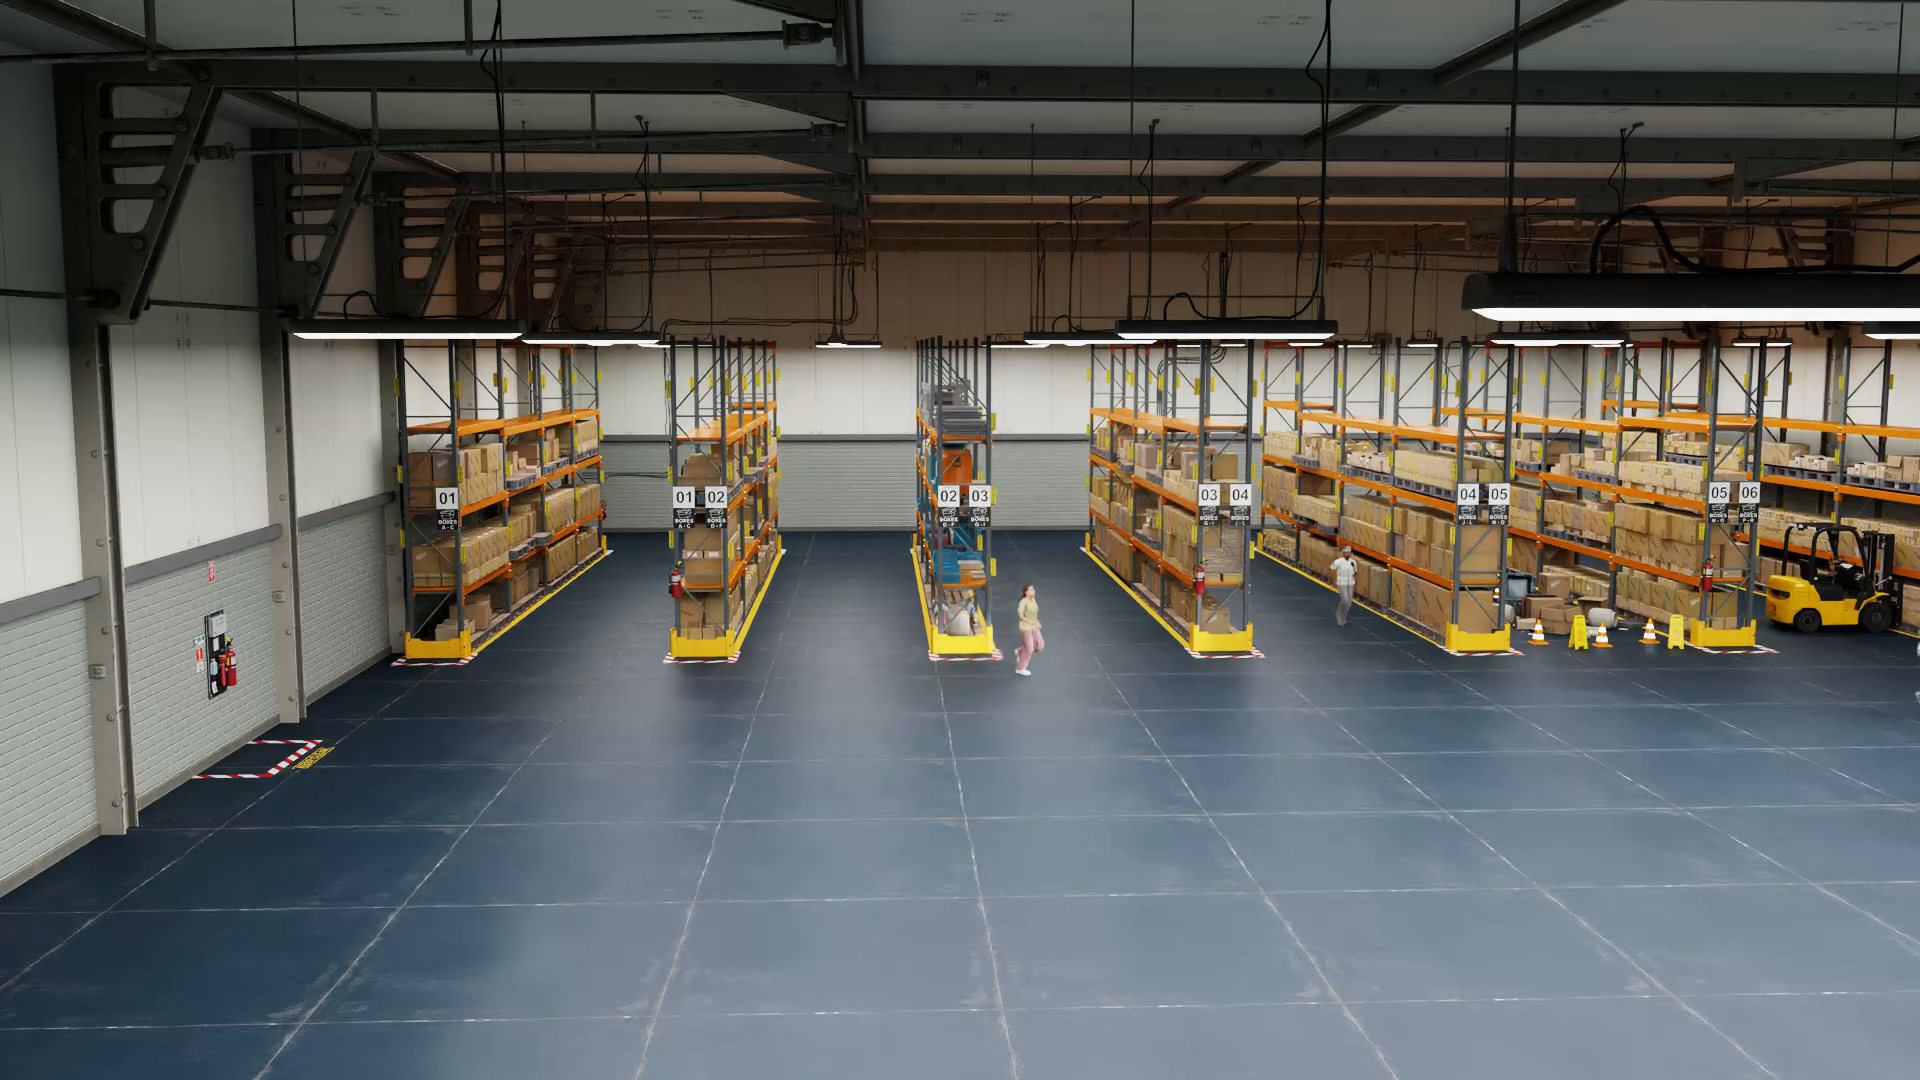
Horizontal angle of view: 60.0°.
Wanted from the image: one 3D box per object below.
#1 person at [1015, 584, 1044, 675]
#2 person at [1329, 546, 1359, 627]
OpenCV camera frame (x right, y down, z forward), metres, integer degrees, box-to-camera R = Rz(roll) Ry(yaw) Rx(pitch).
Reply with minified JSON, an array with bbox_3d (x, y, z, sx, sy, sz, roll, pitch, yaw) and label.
[{"bbox_3d":[1.226,1.577,29.501,0.604,1.627,0.611,4,8,34],"label":"person"},{"bbox_3d":[8.030,0.957,34.620,0.546,1.695,0.666,-2,7,-13],"label":"person"}]
